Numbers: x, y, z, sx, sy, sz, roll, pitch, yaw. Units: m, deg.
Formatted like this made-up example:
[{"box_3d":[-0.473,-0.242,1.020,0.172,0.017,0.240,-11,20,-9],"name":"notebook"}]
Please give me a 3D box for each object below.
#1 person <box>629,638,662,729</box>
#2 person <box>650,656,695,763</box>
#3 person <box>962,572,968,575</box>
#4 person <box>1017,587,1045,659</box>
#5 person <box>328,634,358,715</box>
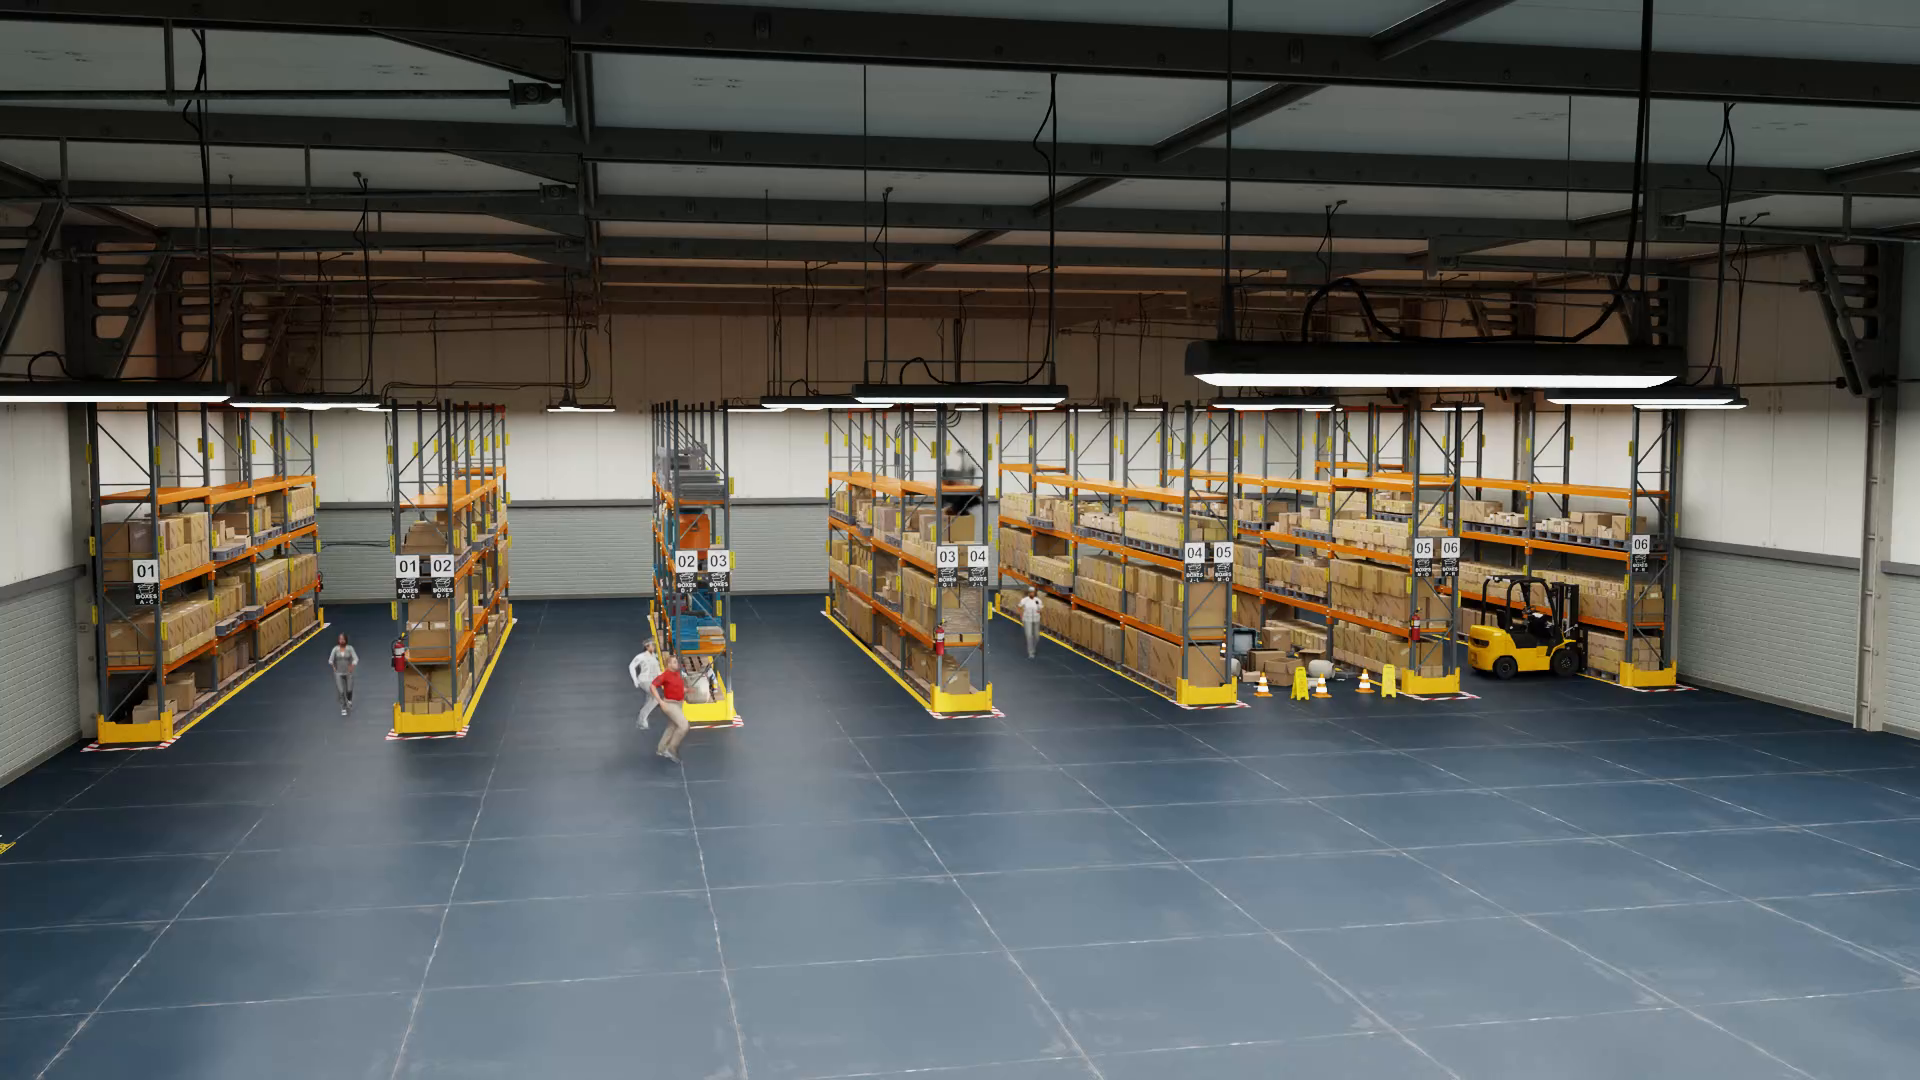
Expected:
[{"box_3d":[-5.643,2.607,30.353,0.559,1.644,0.604,3,5,30],"name":"person"},{"box_3d":[-4.709,2.803,27.511,0.701,1.760,0.639,1,4,12],"name":"person"},{"box_3d":[0.090,1.341,47.536,0.598,1.649,0.831,0,4,-3],"name":"person"},{"box_3d":[1.689,1.928,39.246,0.614,1.643,0.923,-1,4,-10],"name":"person"},{"box_3d":[-11.751,2.559,31.685,0.532,1.550,0.559,-1,5,-19],"name":"person"}]
